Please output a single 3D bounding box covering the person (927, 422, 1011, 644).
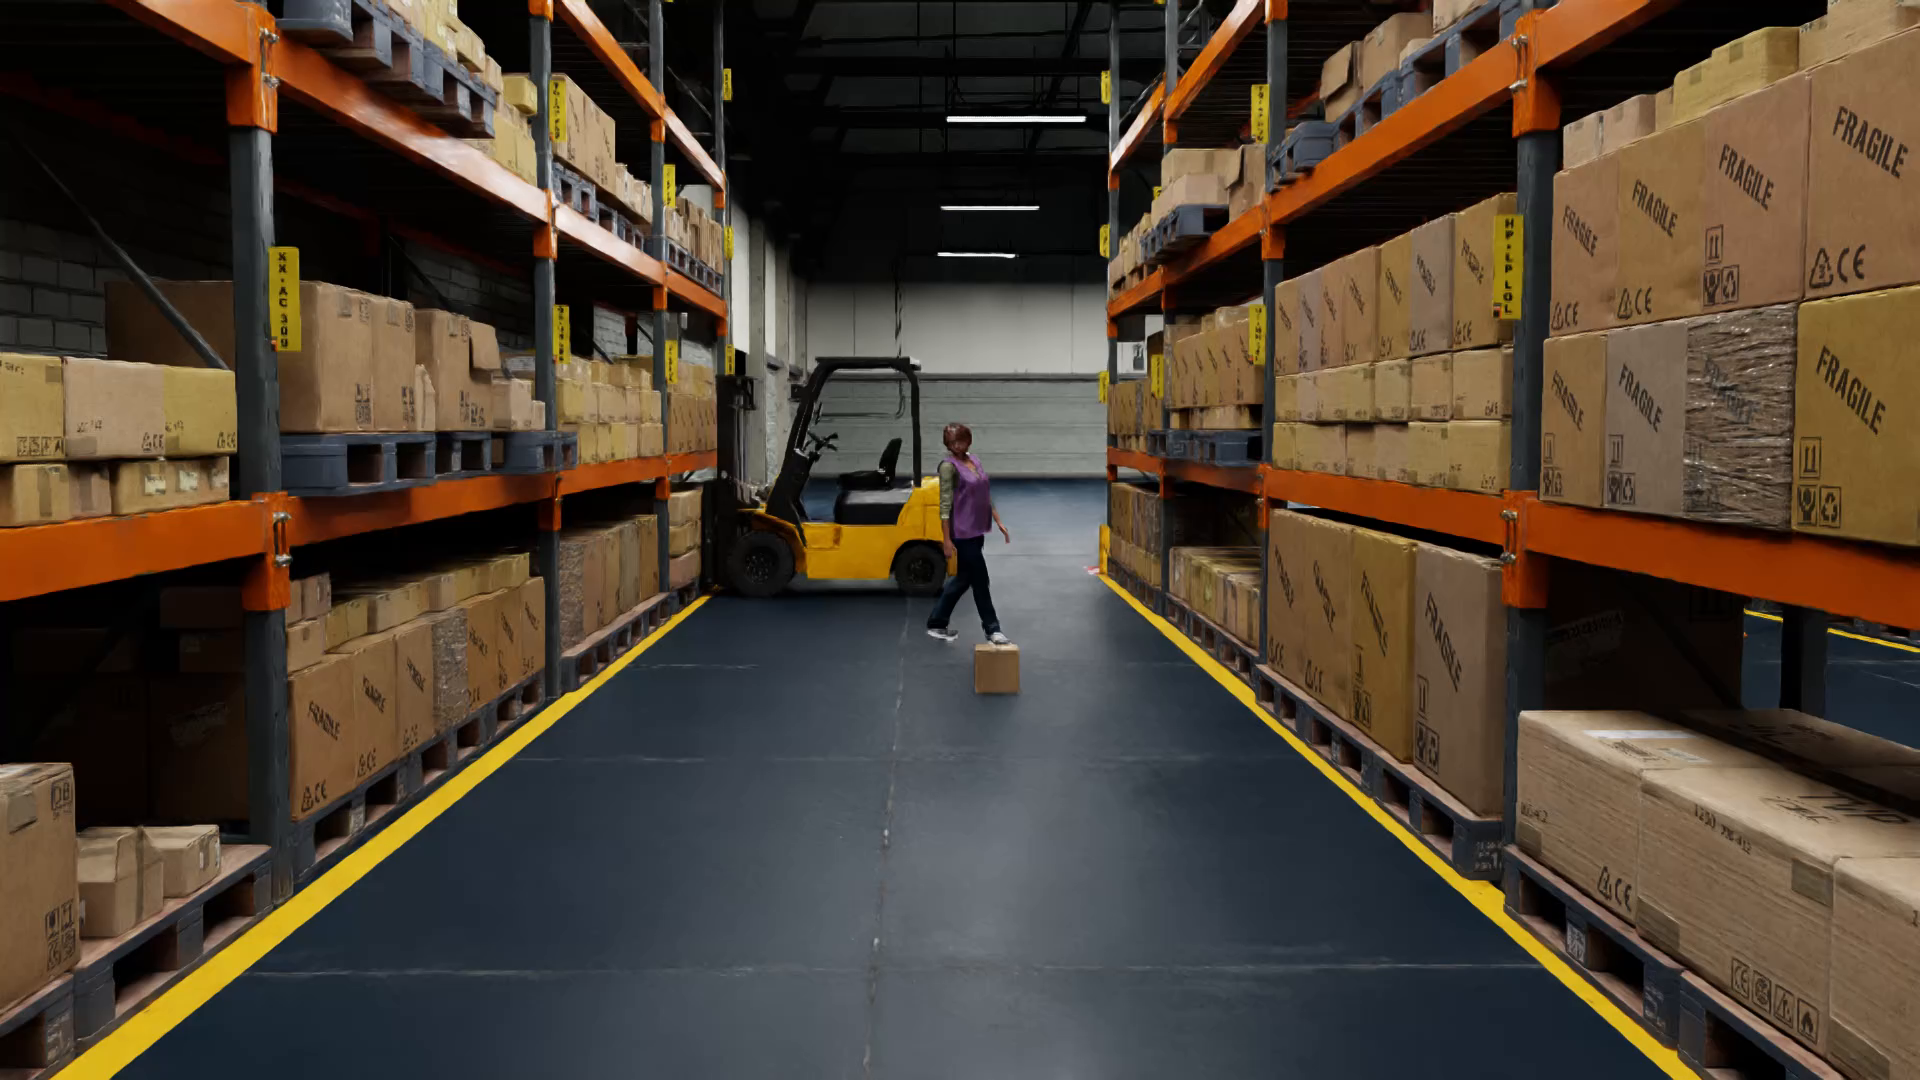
[{"bbox_3d":[0.047,-0.034,11.455,0.613,1.559,0.467,2,4,22],"label":"person"}]
